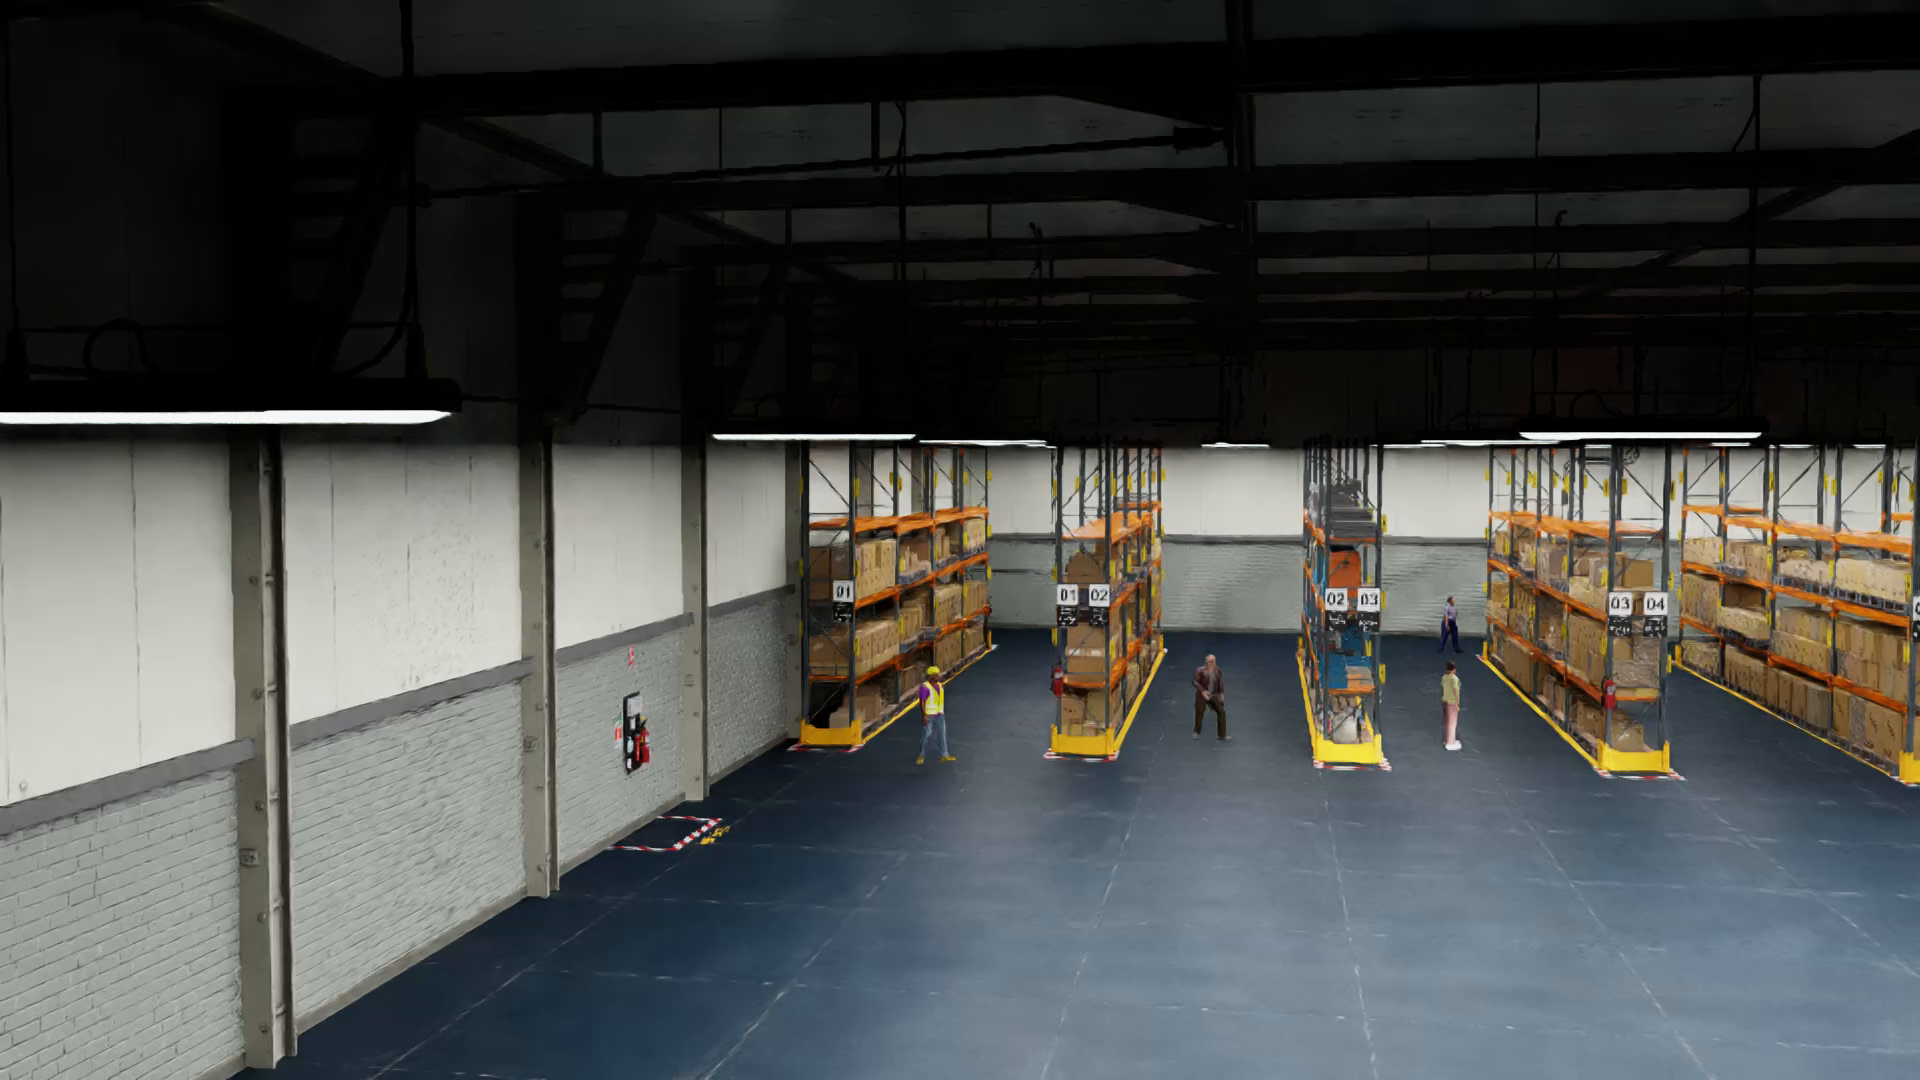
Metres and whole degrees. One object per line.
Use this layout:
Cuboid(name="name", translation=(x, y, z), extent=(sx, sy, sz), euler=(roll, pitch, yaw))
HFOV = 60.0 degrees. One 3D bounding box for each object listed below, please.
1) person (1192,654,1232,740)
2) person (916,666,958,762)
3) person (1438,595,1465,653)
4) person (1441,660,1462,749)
Cuboid(name="person", translation=(4.901, 3.177, 32.773), extent=(0.728, 1.532, 0.852), euler=(0, 3, -9))
Cuboid(name="person", translation=(-0.465, 3.183, 30.433), extent=(0.717, 1.759, 0.535), euler=(-3, 4, -44))
Cuboid(name="person", translation=(13.813, 2.365, 46.823), extent=(0.731, 1.637, 0.560), euler=(-3, 4, -44))
Cuboid(name="person", translation=(9.474, 3.143, 31.958), extent=(0.445, 1.674, 0.495), euler=(-1, 3, -17))
